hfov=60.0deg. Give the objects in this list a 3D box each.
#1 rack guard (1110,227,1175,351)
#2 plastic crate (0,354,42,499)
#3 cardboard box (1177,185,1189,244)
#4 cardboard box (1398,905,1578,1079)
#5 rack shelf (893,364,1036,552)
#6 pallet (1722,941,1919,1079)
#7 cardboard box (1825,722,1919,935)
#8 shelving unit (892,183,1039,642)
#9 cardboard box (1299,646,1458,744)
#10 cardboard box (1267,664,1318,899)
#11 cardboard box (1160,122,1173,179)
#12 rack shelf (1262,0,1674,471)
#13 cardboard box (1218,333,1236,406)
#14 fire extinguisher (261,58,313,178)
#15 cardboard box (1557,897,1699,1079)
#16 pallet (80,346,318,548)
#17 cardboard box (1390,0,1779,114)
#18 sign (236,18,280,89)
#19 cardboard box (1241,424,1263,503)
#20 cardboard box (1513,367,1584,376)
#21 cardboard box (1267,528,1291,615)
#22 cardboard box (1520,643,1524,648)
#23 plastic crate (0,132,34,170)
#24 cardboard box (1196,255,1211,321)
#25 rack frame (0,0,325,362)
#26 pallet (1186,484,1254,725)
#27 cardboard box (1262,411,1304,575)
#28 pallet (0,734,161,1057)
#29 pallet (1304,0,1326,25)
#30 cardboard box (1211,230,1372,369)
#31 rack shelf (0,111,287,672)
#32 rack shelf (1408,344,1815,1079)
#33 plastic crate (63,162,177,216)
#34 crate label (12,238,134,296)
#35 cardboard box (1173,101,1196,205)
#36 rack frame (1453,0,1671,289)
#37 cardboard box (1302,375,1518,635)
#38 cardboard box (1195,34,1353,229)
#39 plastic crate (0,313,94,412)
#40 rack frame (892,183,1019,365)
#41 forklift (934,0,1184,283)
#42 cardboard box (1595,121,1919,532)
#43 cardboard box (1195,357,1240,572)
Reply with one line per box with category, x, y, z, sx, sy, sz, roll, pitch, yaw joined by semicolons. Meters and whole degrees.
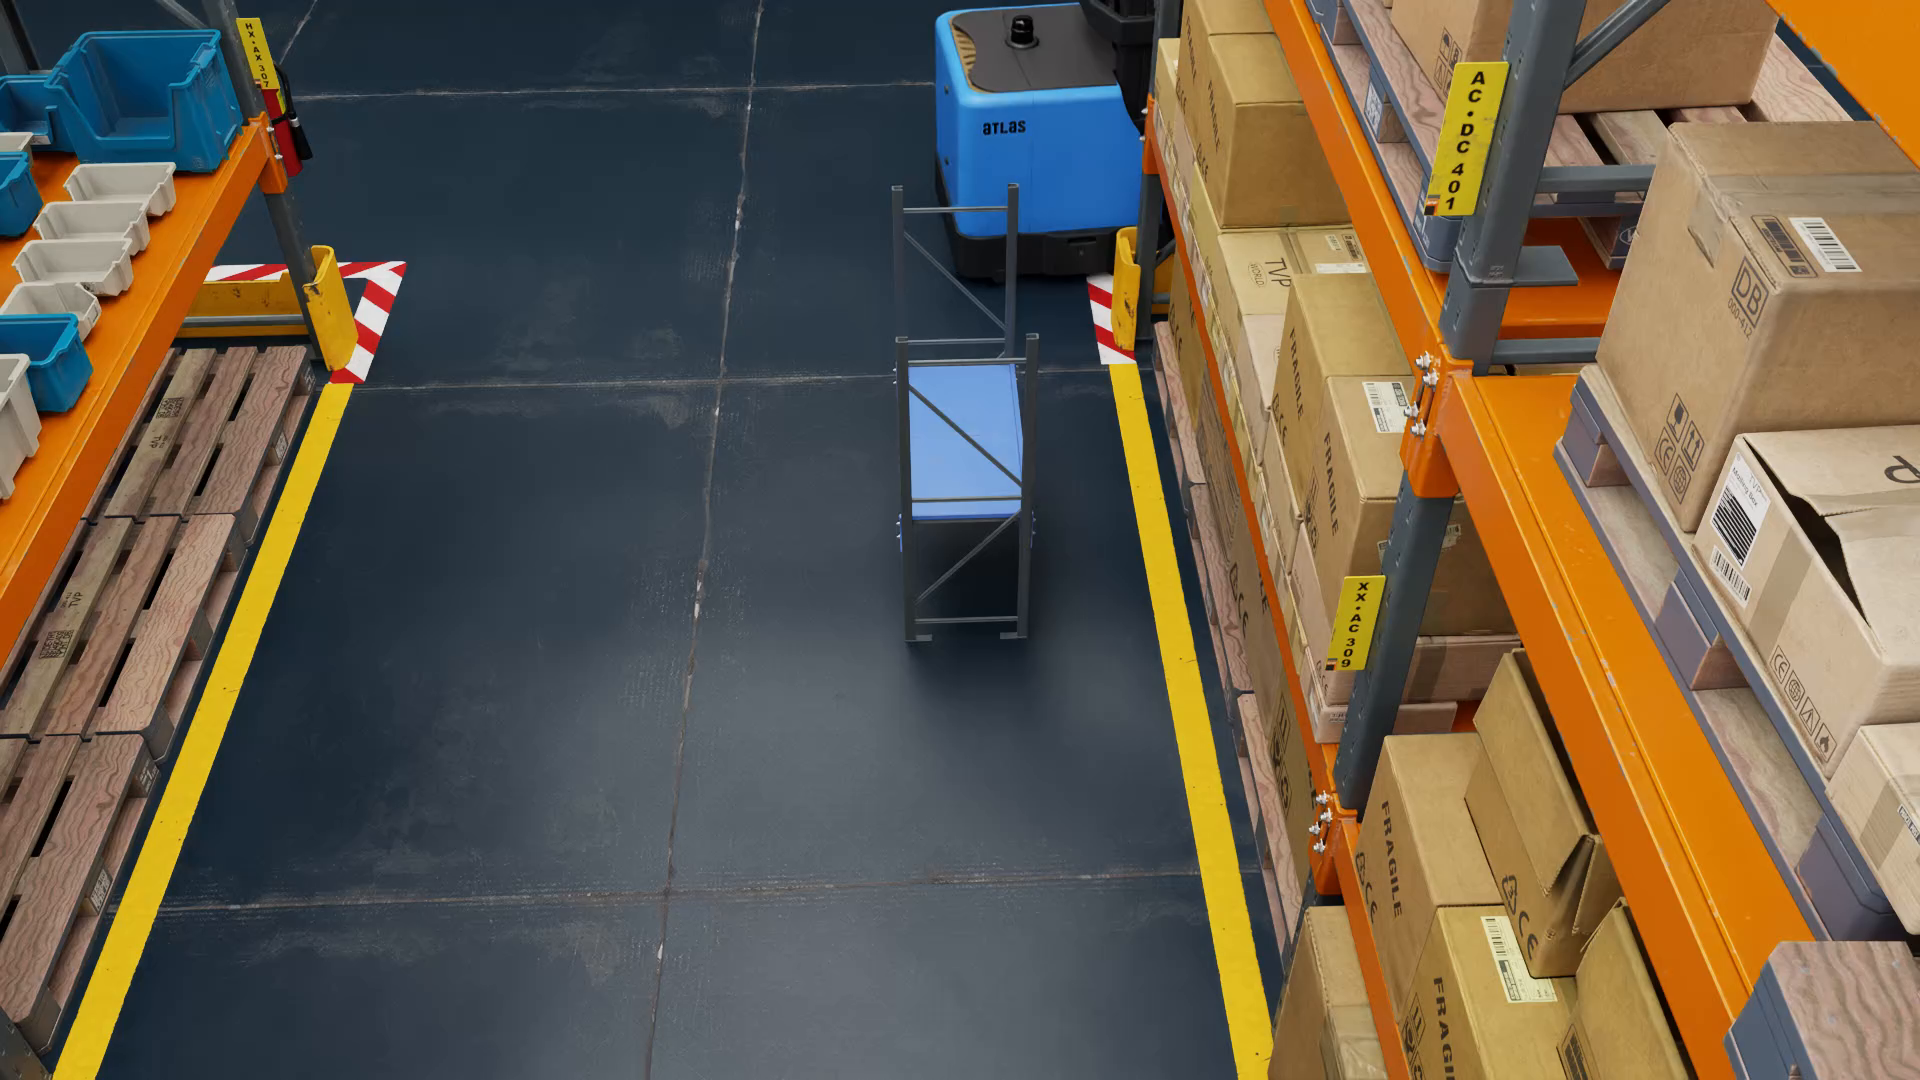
rack guard;1.357;-1.255;8.250;1.175;0.500;0.348;-2;43;-2
plastic crate;-3.301;-0.333;5.436;0.437;0.282;0.530;-2;43;-2
cardboard box;1.079;-1.297;6.631;0.380;0.149;0.250;-2;43;-2
cardboard box;1.320;1.160;3.691;0.500;0.500;0.500;-2;43;-2
rack shelf;0.004;-0.363;6.802;0.538;0.185;1.000;-2;43;-2
pallet;1.567;1.016;1.842;1.003;0.211;1.213;0;43;0
cardboard box;1.441;0.381;2.269;0.380;0.149;0.250;-3;43;-4
shelving unit;0.004;-0.495;6.680;0.538;1.500;1.048;-2;43;-2
cardboard box;1.188;0.436;4.740;0.380;0.149;0.250;-1;43;-2
cardboard box;1.580;0.720;5.506;0.875;0.875;0.875;-2;43;-2
cardboard box;1.056;-1.646;7.012;0.380;0.149;0.250;-2;43;-2
rack shelf;1.443;-1.651;5.144;1.077;0.370;4.000;-2;43;-2
cardboard box;1.123;-0.604;5.874;0.380;0.149;0.250;-1;43;-1
fire extinguisher;-3.143;-1.967;7.510;0.296;0.674;0.183;-2;43;-2
cardboard box;1.581;1.028;3.093;0.797;0.503;0.637;-1;43;-1
pallet;-3.594;-0.433;7.566;1.003;0.211;1.213;-2;43;-2
cardboard box;1.435;-1.321;3.793;0.700;0.500;0.500;-4;43;-4
sign;-3.041;-2.105;7.206;0.100;0.325;0.005;-2;43;-2
cardboard box;1.144;-0.259;5.498;0.380;0.149;0.250;-1;43;-1
cardboard box;1.763;-0.122;4.499;0.500;0.500;0.500;-2;43;-2
cardboard box;1.166;0.089;5.119;0.380;0.149;0.250;-2;43;-3
cardboard box;1.770;0.161;4.746;0.500;0.250;0.500;-2;43;-3
plastic crate;-3.978;-1.548;6.870;0.250;0.136;0.298;-2;43;-2
cardboard box;1.101;-0.951;6.254;0.380;0.149;0.250;-2;43;-2
rack frame;-3.590;-2.019;7.232;1.000;3.000;0.127;-2;43;-2
pallet;1.519;0.226;6.847;1.003;0.211;1.213;-2;43;-2
cardboard box;1.223;-0.155;5.090;0.500;0.250;0.500;0;43;-1
pallet;-3.491;1.214;5.769;1.003;0.211;1.213;-2;43;-2
pallet;1.455;-1.908;4.957;1.003;0.211;1.213;-2;43;-2
cardboard box;1.183;-0.841;5.839;0.500;0.250;0.500;-2;43;-3
rack shelf;-3.505;-0.403;6.002;1.077;0.370;4.000;-2;43;-2
rack shelf;1.613;1.049;2.198;1.077;0.370;4.000;-2;43;-2
plastic crate;-3.375;-1.398;6.706;0.396;0.136;0.243;-2;43;-2
crate label;-3.341;-1.015;6.288;0.396;0.136;0.243;-2;43;-2
cardboard box;1.137;-1.533;6.593;0.500;0.250;0.500;-2;43;-2
rack frame;1.528;-1.672;2.414;1.000;3.000;0.127;-2;43;-2
cardboard box;1.241;-0.094;4.468;0.500;0.500;0.500;-1;43;-1
cardboard box;1.158;-1.473;5.973;0.500;0.500;0.500;-3;43;-3
plastic crate;-3.247;-0.600;5.764;0.416;0.233;0.300;-2;43;-2
rack frame;-0.018;-0.838;7.055;0.500;1.500;0.032;-2;43;-2
forklift;1.416;-2.869;8.211;3.031;2.935;1.130;-5;43;-6
cardboard box;1.563;-0.366;2.825;0.700;0.500;0.500;-1;43;-1
cardboard box;1.504;-0.488;6.824;0.875;0.875;0.875;-2;43;-2
